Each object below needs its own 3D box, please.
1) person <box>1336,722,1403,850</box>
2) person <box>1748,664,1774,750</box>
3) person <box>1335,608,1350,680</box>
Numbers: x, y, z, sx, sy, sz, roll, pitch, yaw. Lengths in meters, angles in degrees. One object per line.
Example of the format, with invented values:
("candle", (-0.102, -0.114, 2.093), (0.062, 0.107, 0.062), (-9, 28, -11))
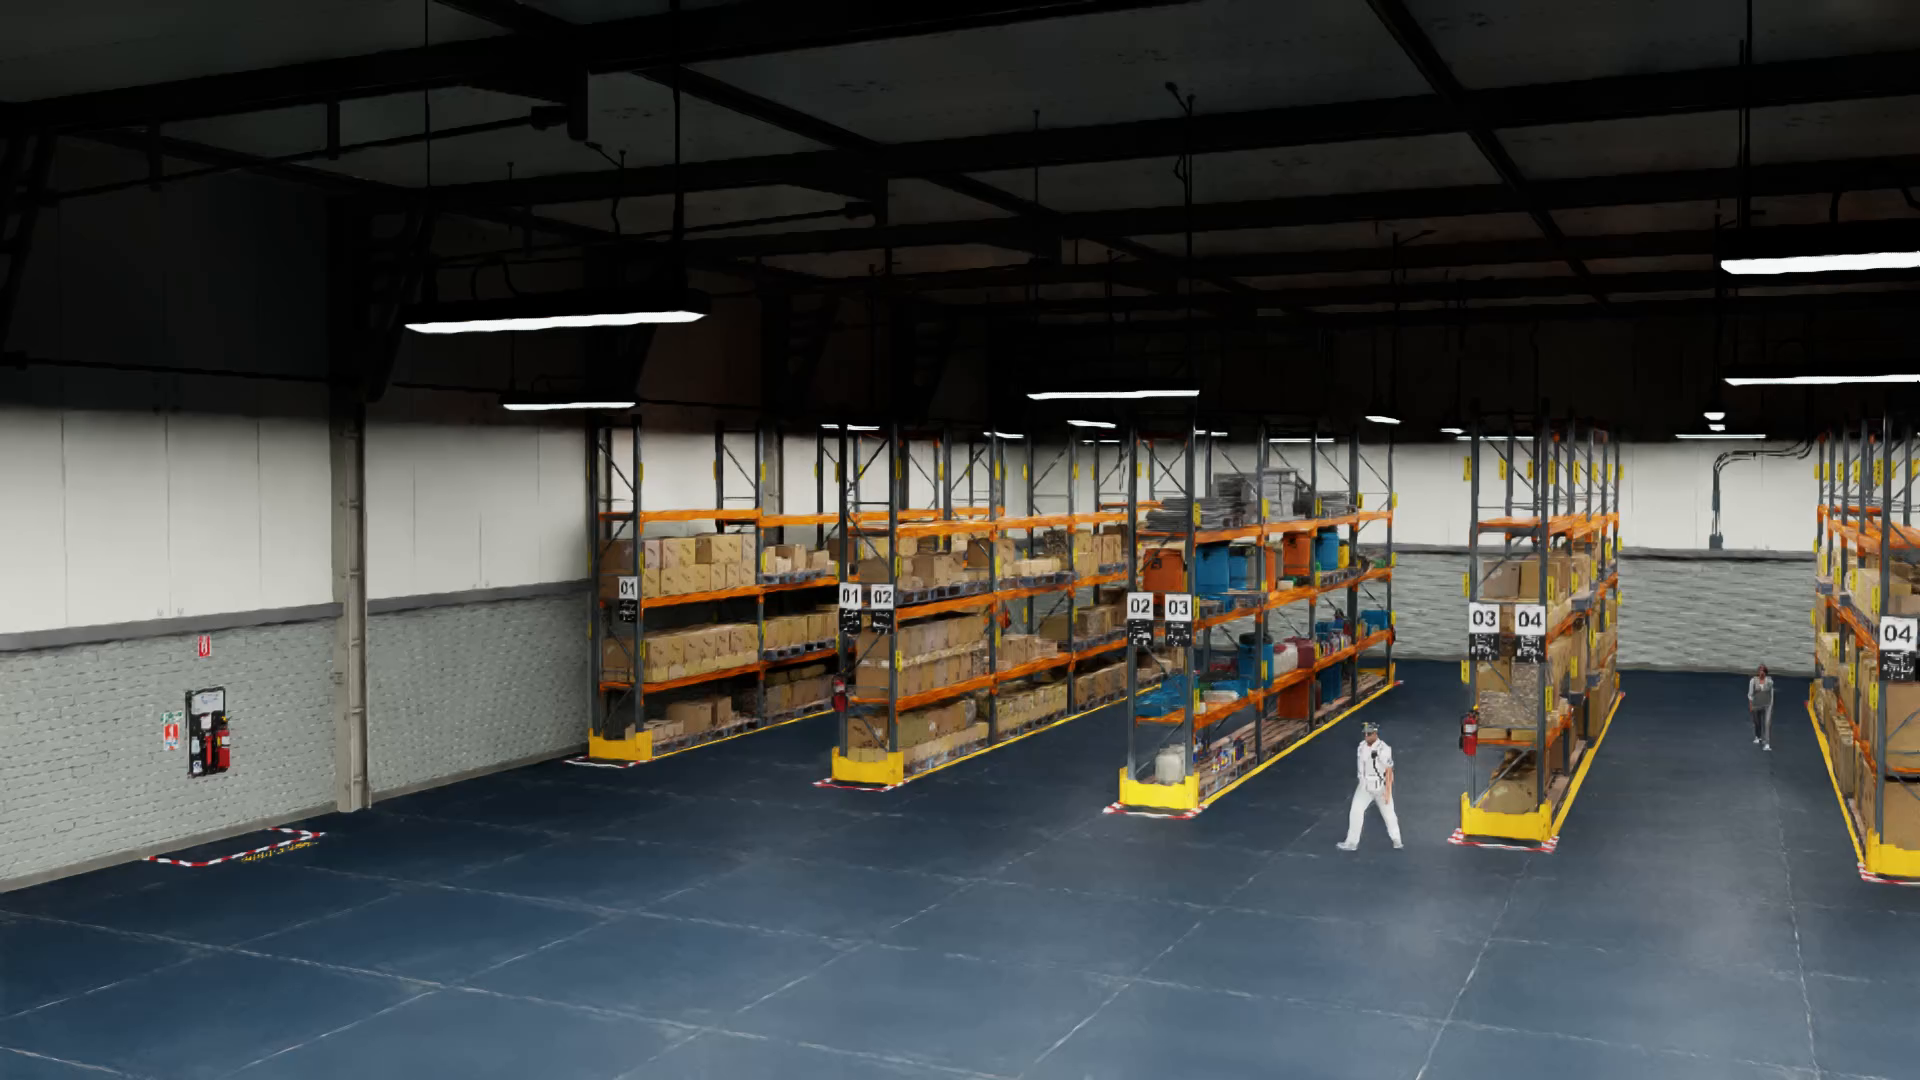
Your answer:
("person", (5.453, 3.240, 21.962), (0.971, 1.711, 0.583), (-2, 3, -42))
("person", (14.484, 2.991, 30.075), (0.417, 1.517, 1.036), (1, 3, 27))
("person", (8.850, 2.413, 38.650), (0.379, 1.639, 0.568), (0, 2, 1))
